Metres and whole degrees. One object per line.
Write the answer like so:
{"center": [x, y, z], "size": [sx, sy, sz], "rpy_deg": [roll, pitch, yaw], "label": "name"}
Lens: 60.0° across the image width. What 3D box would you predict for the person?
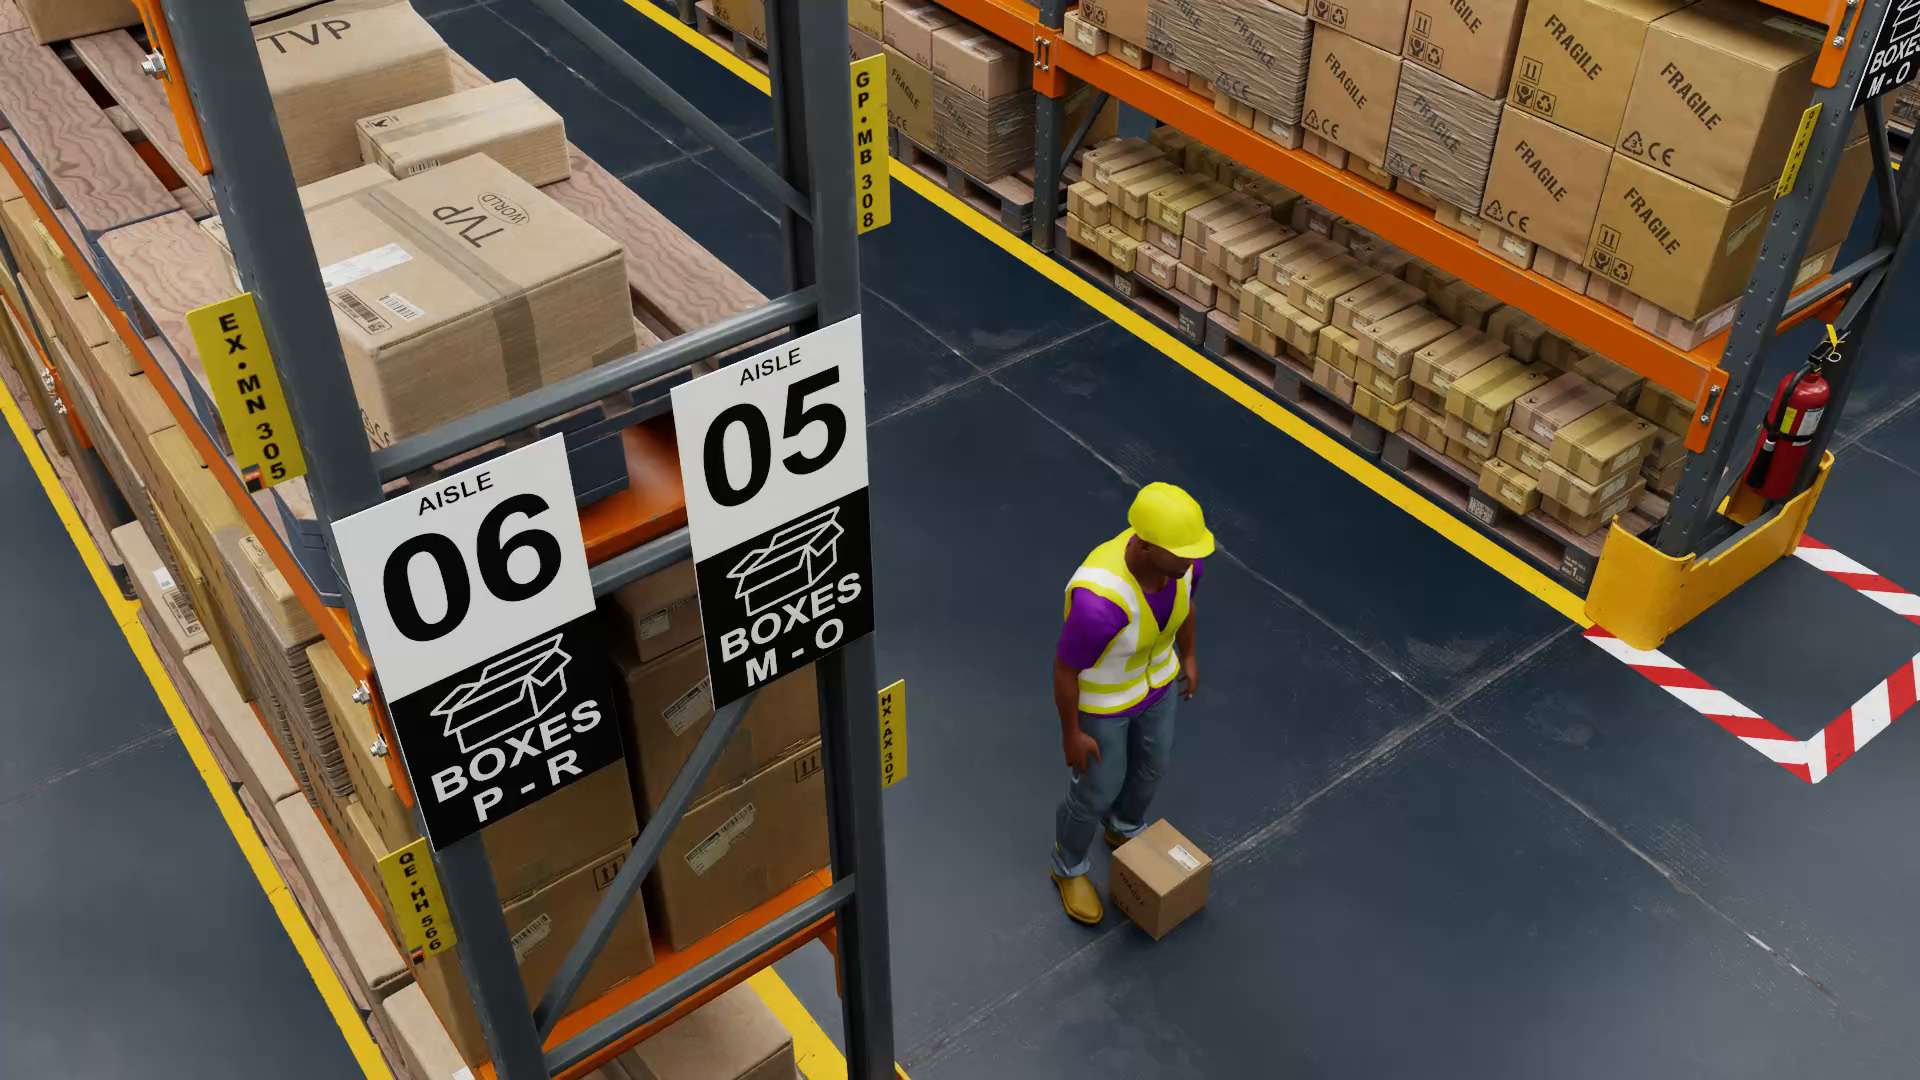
{"center": [0.568, 0.508, 5.538], "size": [0.635, 1.760, 0.457], "rpy_deg": [-29, 48, -30], "label": "person"}
